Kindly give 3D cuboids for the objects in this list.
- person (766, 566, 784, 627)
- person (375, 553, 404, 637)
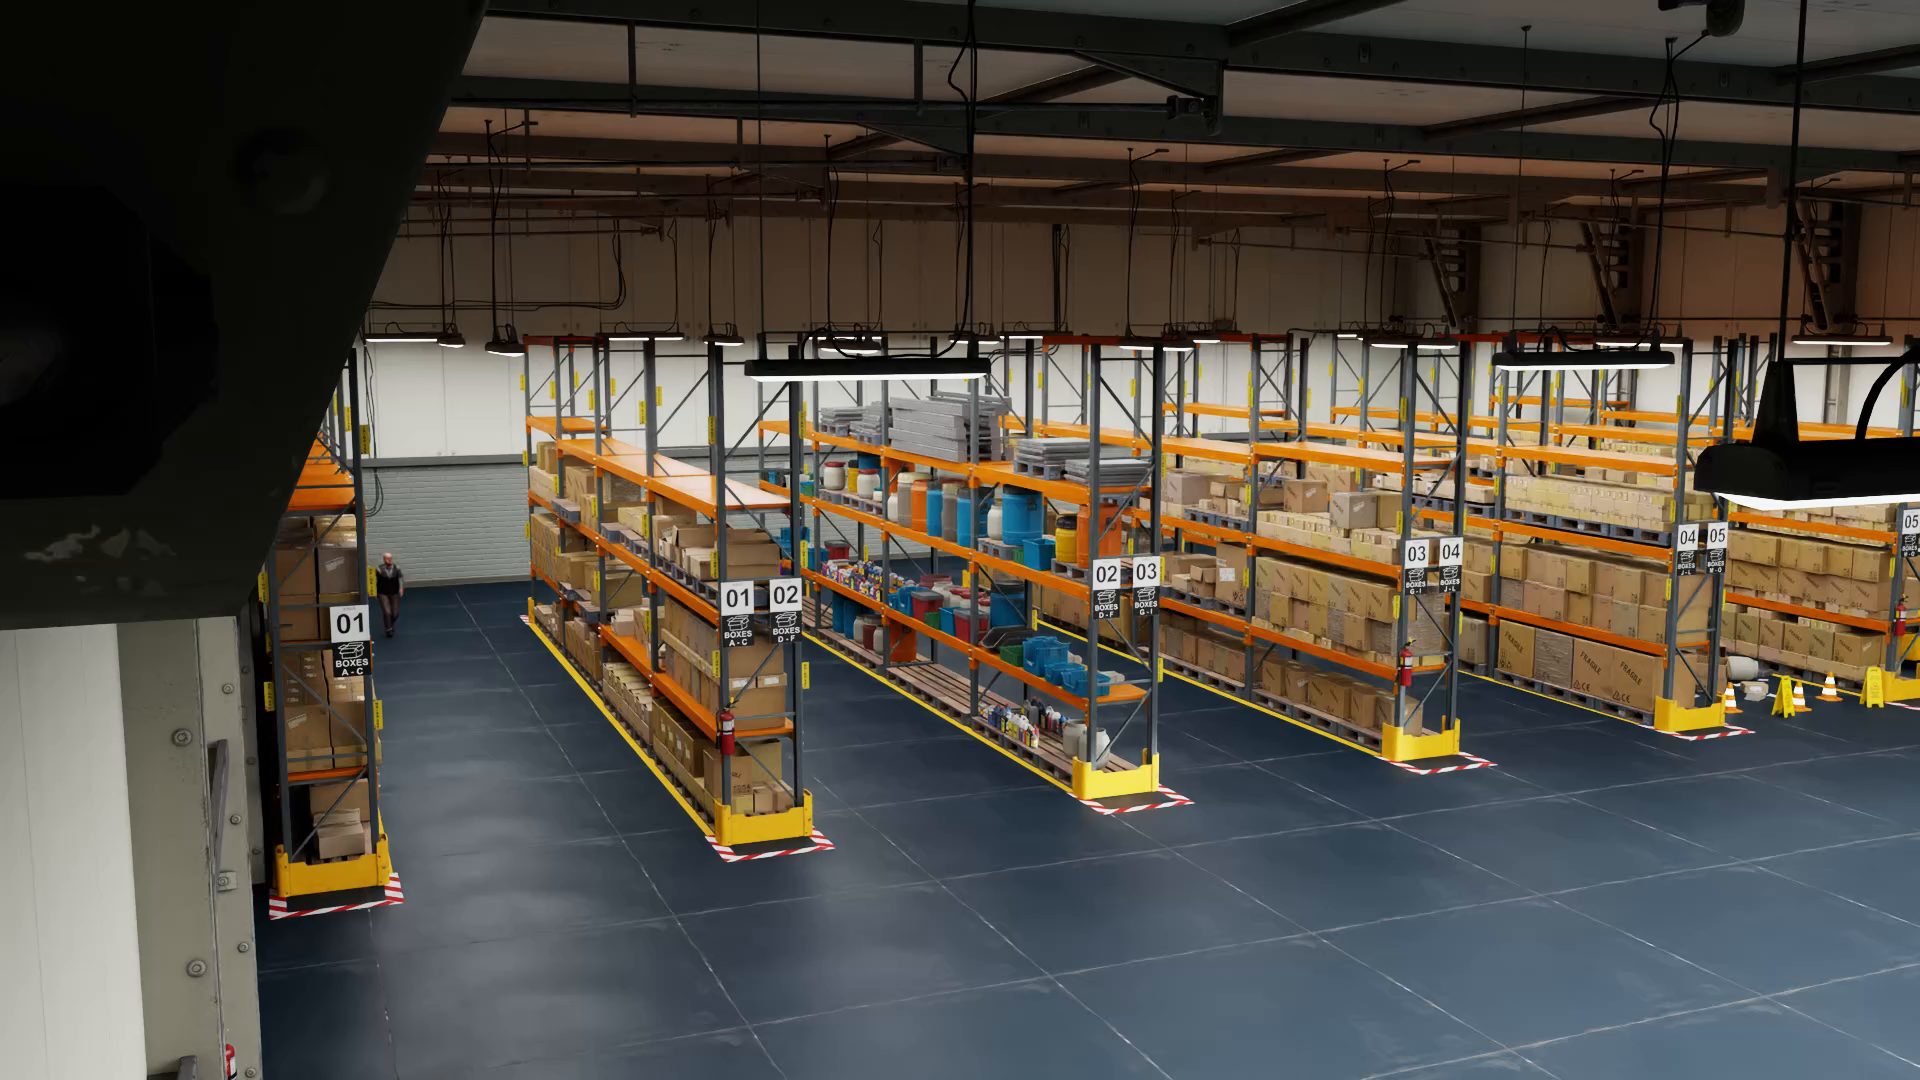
[{"bbox_3d":[-3.813,1.057,33.064,0.569,1.702,1.021,1,8,5],"label":"person"},{"bbox_3d":[-11.488,1.074,33.366,0.682,1.673,0.589,-4,9,-29],"label":"person"}]
